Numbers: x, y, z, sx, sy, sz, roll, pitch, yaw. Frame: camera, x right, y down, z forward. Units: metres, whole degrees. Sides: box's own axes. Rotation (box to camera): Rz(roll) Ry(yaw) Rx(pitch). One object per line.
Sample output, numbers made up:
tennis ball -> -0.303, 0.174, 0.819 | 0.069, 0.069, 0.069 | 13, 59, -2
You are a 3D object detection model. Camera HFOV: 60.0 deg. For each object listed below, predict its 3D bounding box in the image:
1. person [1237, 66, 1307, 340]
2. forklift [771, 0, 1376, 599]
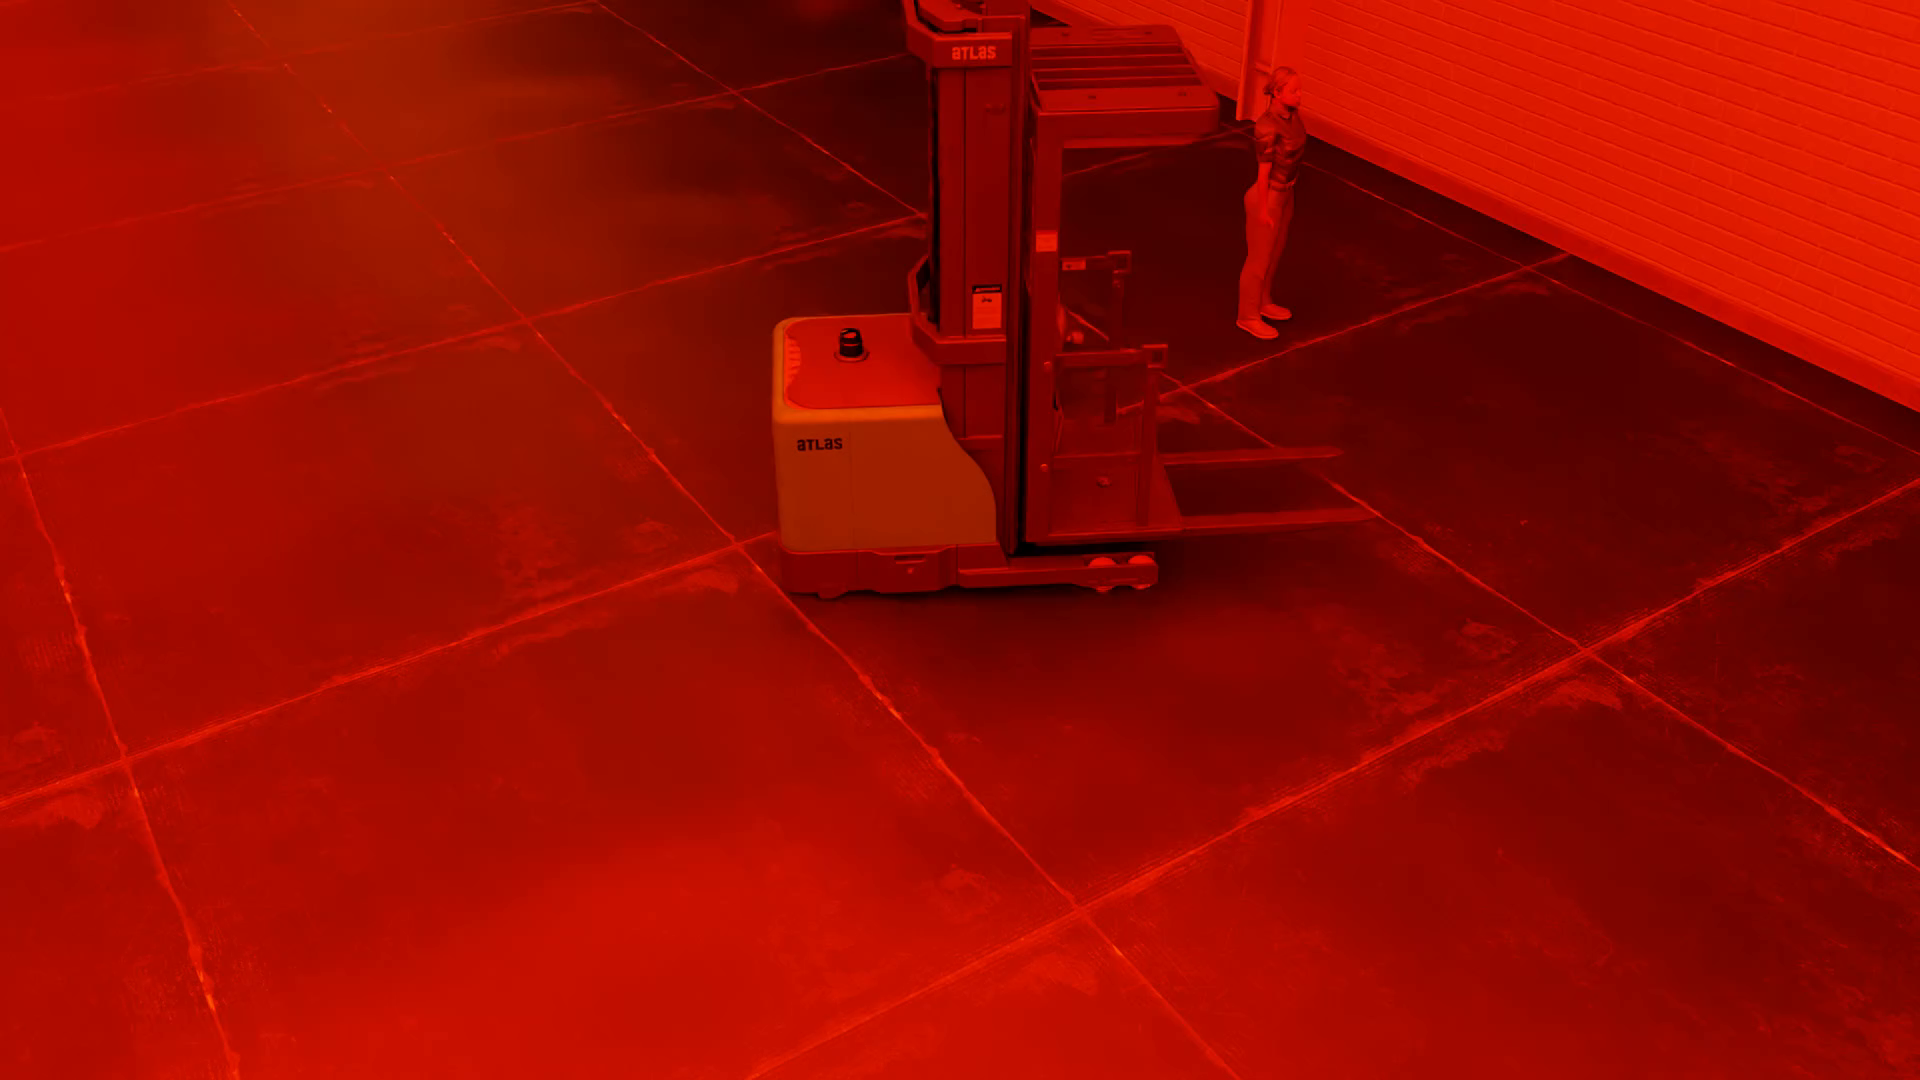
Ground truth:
person -> 1.939, -2.081, 10.222 | 0.339, 1.660, 0.451 | 17, 39, 23
forklift -> 0.585, -1.248, 7.923 | 3.031, 2.935, 1.130 | -3, 35, -4
